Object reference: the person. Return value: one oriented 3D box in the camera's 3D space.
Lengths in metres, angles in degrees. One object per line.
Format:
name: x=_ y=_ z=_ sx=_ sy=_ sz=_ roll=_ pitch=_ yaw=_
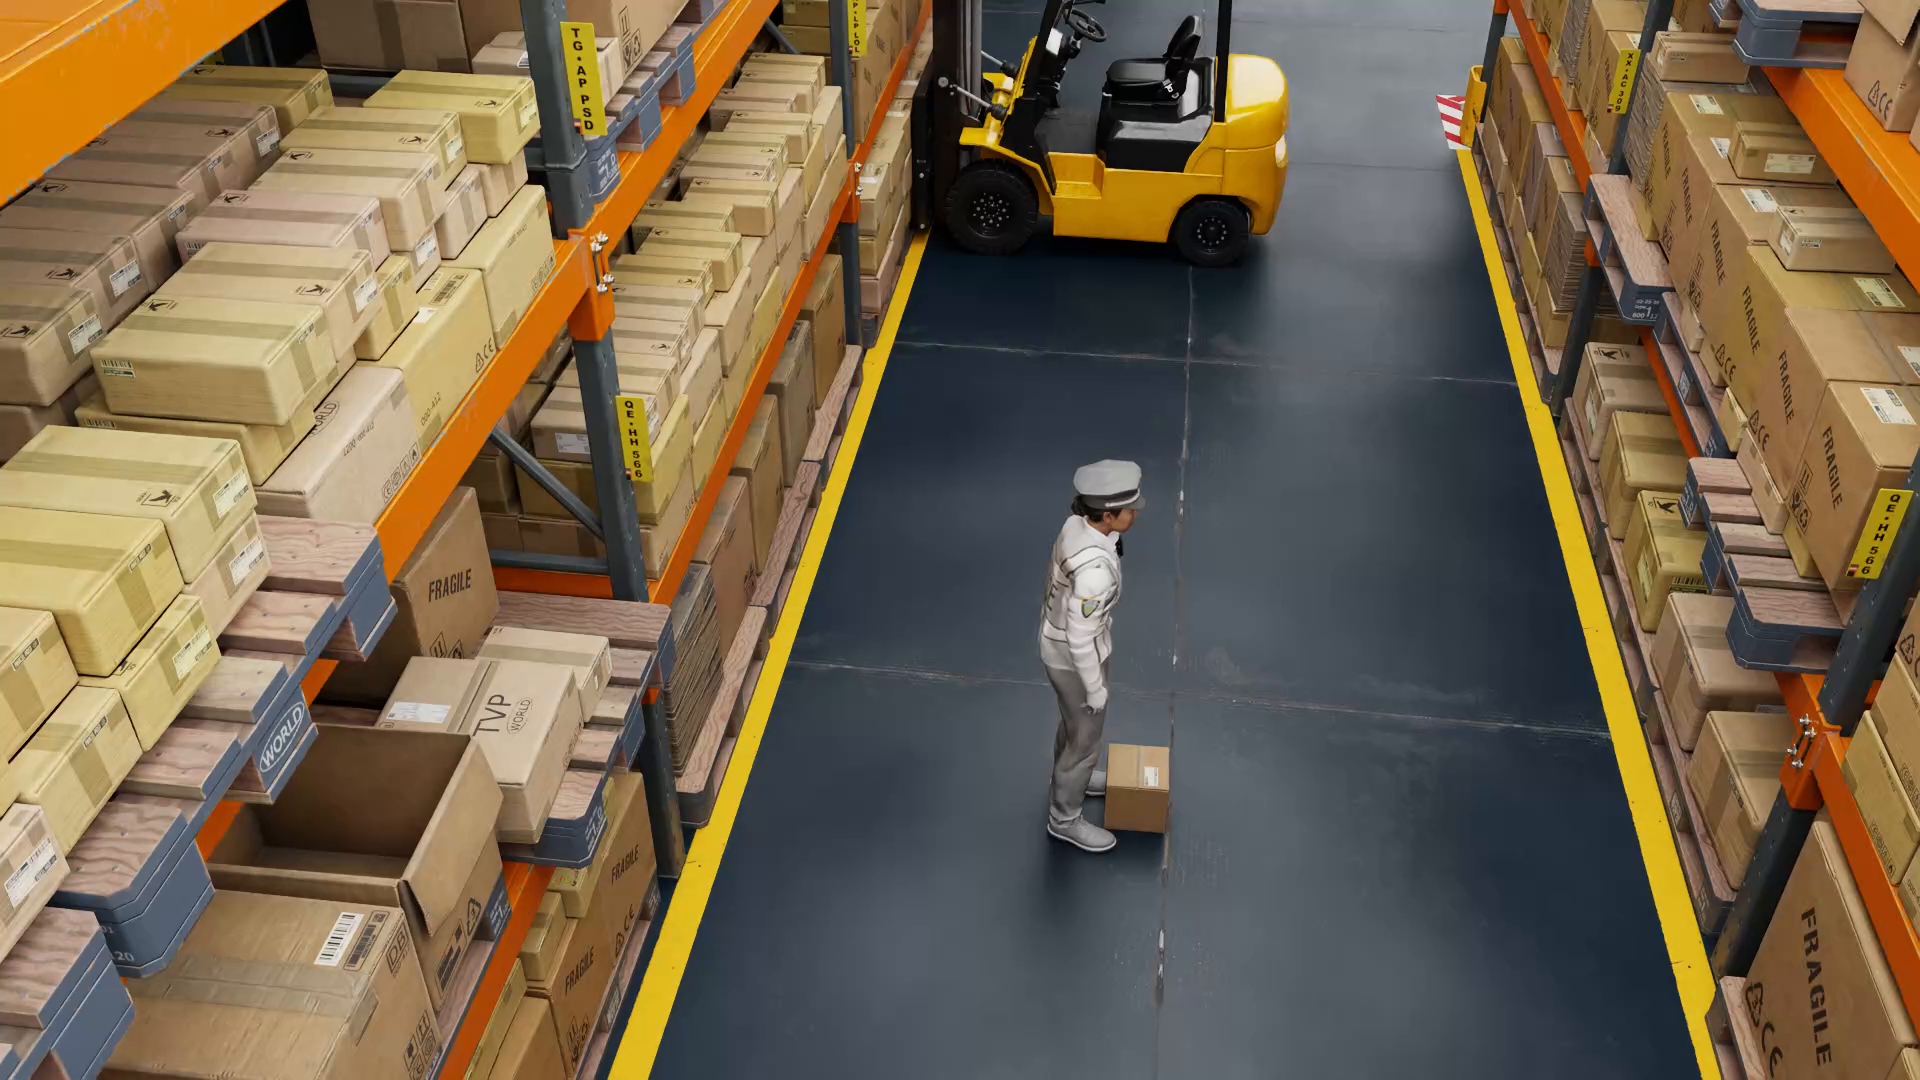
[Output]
person: x=0.487 y=0.432 z=6.446 sx=0.370 sy=1.667 sz=0.547 roll=3 pitch=36 yaw=3
